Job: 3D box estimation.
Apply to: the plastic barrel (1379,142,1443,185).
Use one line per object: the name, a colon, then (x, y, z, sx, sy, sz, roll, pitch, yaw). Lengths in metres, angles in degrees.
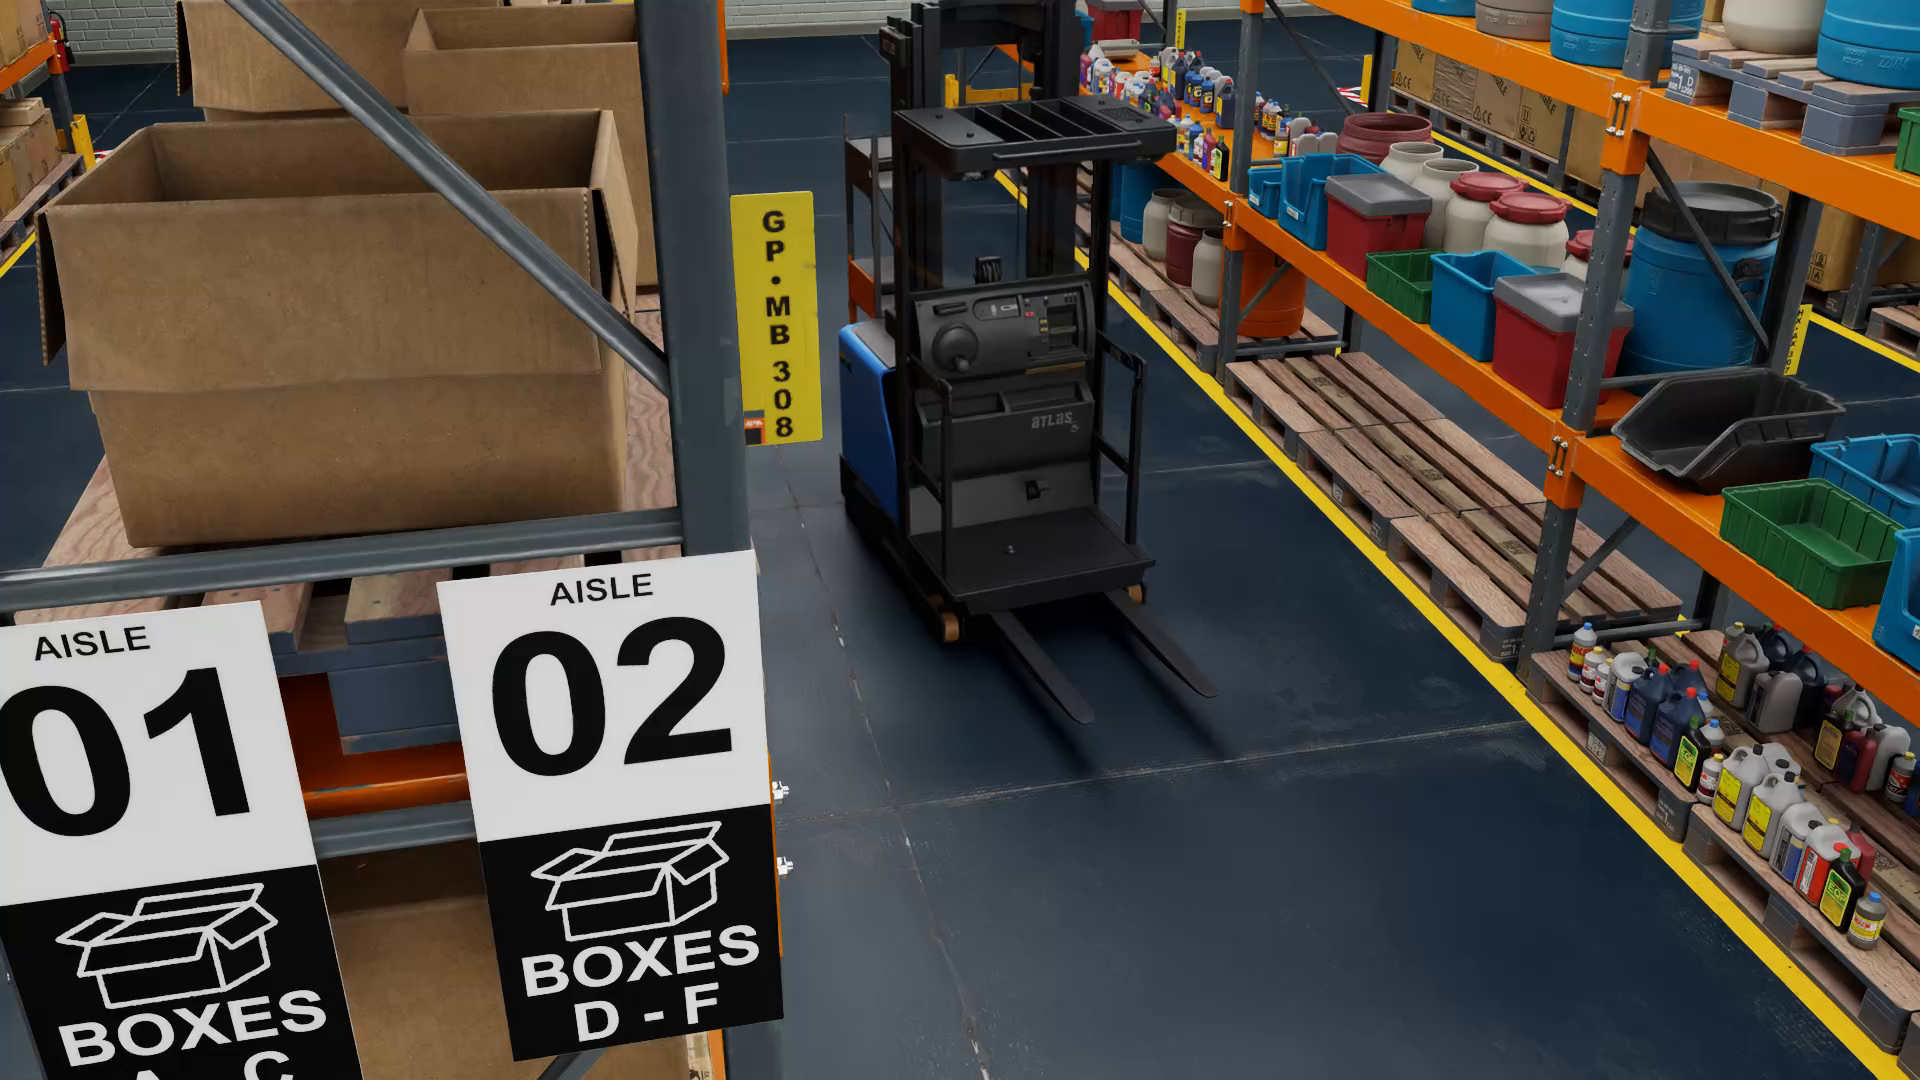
plastic barrel: (2.695, -2.086, 9.929, 0.421, 0.512, 0.421, 0, 27, 0)

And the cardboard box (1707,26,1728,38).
cardboard box: (6.387, -3.875, 13.488, 0.500, 0.500, 0.500, -5, 27, -11)

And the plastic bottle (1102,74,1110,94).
plastic bottle: (1.191, -3.634, 13.342, 0.097, 0.201, 0.097, 0, 27, 0)

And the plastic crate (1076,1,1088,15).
plastic crate: (1.189, -4.885, 15.664, 0.437, 0.282, 0.530, -6, 27, -12)

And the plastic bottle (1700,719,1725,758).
plastic bottle: (3.046, 0.852, 6.773, 0.097, 0.271, 0.097, 0, 27, 0)

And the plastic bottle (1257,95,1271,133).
plastic bottle: (2.256, -3.148, 12.288, 0.061, 0.283, 0.133, -6, 27, -12)

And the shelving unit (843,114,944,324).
shelving unit: (-0.375, -1.373, 9.640, 0.431, 2.100, 0.503, -10, 28, -18)

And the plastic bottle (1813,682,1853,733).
plastic bottle: (3.703, 0.711, 7.038, 0.061, 0.283, 0.133, -4, 27, -8)

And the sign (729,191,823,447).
sign: (-0.227, -0.271, 2.071, 0.100, 0.325, 0.005, -6, 27, -12)

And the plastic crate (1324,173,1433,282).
plastic crate: (2.321, -1.754, 9.325, 0.402, 0.464, 0.583, -6, 27, -12)

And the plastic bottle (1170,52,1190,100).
plastic bottle: (1.781, -3.734, 13.373, 0.144, 0.351, 0.185, -6, 27, -12)

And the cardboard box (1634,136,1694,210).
cardboard box: (6.545, -3.293, 14.336, 1.225, 0.875, 0.875, -7, 28, -13)

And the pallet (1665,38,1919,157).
pallet: (3.414, -1.658, 6.086, 1.213, 0.211, 1.003, -6, 27, -12)

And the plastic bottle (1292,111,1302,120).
plastic bottle: (2.382, -2.903, 11.802, 0.061, 0.283, 0.133, -6, 27, -12)

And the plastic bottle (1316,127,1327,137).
plastic bottle: (2.473, -2.685, 11.383, 0.097, 0.271, 0.097, 0, 27, 0)

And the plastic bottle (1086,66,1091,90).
plastic bottle: (1.094, -3.821, 13.713, 0.097, 0.201, 0.097, 0, 27, 0)

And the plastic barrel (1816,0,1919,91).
plastic barrel: (3.276, -2.012, 5.557, 0.600, 0.901, 0.708, -6, 27, -12)

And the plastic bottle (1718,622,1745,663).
plastic bottle: (3.542, 0.471, 7.606, 0.097, 0.201, 0.097, 0, 27, 0)

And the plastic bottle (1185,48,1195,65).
plastic bottle: (1.880, -3.830, 13.563, 0.144, 0.351, 0.185, -6, 27, -12)

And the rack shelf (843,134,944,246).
rack shelf: (-0.375, -1.986, 9.331, 0.431, 0.518, 0.480, -10, 28, -18)

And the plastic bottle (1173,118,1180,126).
plastic bottle: (1.556, -2.922, 11.930, 0.097, 0.201, 0.097, 0, 27, 0)

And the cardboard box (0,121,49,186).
cardboard box: (-8.832, -3.527, 15.216, 0.700, 0.500, 0.500, -6, 27, -12)

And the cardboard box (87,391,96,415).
cardboard box: (-1.285, -0.453, 3.035, 0.500, 0.250, 0.500, -6, 27, -12)

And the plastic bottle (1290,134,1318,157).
plastic bottle: (2.324, -2.618, 11.245, 0.152, 0.276, 0.135, -6, 27, -12)

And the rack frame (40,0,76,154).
rack frame: (-9.200, -4.972, 15.771, 1.000, 3.000, 0.127, -6, 27, -12)

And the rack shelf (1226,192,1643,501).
rack shelf: (2.706, -1.267, 9.229, 1.077, 0.370, 4.000, -6, 27, -12)

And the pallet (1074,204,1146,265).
pallet: (1.487, -2.634, 14.234, 1.003, 0.211, 1.213, -6, 27, -12)

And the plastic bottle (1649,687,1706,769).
plastic bottle: (2.977, 0.756, 6.875, 0.144, 0.351, 0.185, -7, 28, -14)

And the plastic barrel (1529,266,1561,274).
plastic barrel: (3.008, -1.245, 8.541, 0.301, 0.262, 0.301, 0, 27, 0)

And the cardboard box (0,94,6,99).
cardboard box: (-9.168, -4.070, 15.574, 0.380, 0.149, 0.250, -6, 27, -11)

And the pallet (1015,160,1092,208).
pallet: (1.150, -3.296, 15.545, 1.003, 0.211, 1.213, -6, 27, -12)

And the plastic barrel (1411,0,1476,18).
plastic barrel: (2.536, -3.048, 8.075, 0.600, 0.901, 0.708, -6, 27, -12)

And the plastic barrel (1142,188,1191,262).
plastic barrel: (1.659, -2.490, 13.150, 0.421, 0.512, 0.421, 0, 27, 0)

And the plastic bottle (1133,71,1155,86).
plastic bottle: (1.444, -3.533, 13.059, 0.152, 0.276, 0.135, -6, 27, -12)

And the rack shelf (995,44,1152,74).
rack shelf: (0.903, -4.779, 16.187, 1.077, 0.370, 4.000, -6, 27, -12)

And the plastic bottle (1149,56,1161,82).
plastic bottle: (1.640, -3.972, 14.011, 0.097, 0.201, 0.097, 0, 27, 0)

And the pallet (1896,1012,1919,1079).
pallet: (3.817, 1.905, 5.241, 1.003, 0.211, 1.213, -6, 27, -12)

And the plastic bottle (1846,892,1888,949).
plastic bottle: (3.217, 1.337, 5.889, 0.097, 0.201, 0.097, 0, 27, 0)

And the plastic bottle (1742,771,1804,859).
plastic bottle: (3.114, 1.024, 6.344, 0.144, 0.351, 0.185, -5, 27, -9)

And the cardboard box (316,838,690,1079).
cardboard box: (-0.874, 0.694, 2.995, 0.700, 0.500, 0.500, -6, 27, -11)

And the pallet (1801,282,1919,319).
pallet: (6.976, -2.078, 13.132, 1.003, 0.211, 1.213, -6, 27, -12)

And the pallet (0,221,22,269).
pallet: (-8.394, -2.313, 13.598, 1.003, 0.211, 1.213, -6, 27, -12)

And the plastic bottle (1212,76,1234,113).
plastic bottle: (2.036, -3.484, 12.960, 0.152, 0.276, 0.135, -6, 27, -12)

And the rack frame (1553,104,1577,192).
rack frame: (6.179, -4.725, 15.282, 1.000, 3.000, 0.127, -6, 27, -12)

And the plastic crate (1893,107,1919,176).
plastic crate: (3.247, -1.234, 5.272, 0.336, 0.188, 0.450, -6, 27, -12)

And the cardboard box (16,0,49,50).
cardboard box: (-9.075, -4.883, 15.262, 0.980, 0.700, 0.700, -5, 27, -9)

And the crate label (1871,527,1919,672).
crate label: (3.380, 0.250, 5.387, 0.502, 0.435, 0.616, -6, 27, -12)

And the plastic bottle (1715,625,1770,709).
plastic bottle: (3.442, 0.544, 7.294, 0.144, 0.351, 0.185, -6, 27, -12)

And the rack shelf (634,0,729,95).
rack shelf: (-1.220, -1.509, 3.495, 1.077, 0.370, 4.000, -6, 27, -12)

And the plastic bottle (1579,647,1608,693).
plastic bottle: (2.824, 0.572, 7.405, 0.097, 0.201, 0.097, 0, 27, 0)

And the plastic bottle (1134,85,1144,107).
plastic bottle: (1.369, -3.318, 12.637, 0.097, 0.271, 0.097, 0, 27, 0)

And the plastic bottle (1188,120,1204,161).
plastic bottle: (1.644, -2.782, 11.575, 0.097, 0.271, 0.097, 0, 27, 0)

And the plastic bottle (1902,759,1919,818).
plastic bottle: (3.807, 0.957, 6.565, 0.097, 0.271, 0.097, 0, 27, 0)

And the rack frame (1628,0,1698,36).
rack frame: (3.156, -3.388, 5.976, 1.000, 3.000, 0.127, -6, 27, -12)

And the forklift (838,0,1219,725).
forklift: (0.305, -1.006, 7.990, 1.130, 2.935, 3.031, -10, 28, -18)

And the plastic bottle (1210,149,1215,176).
plastic bottle: (1.740, -2.564, 11.221, 0.097, 0.201, 0.097, 0, 27, 0)

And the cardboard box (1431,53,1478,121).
cardboard box: (5.705, -5.047, 17.813, 0.875, 0.875, 0.875, -6, 27, -12)

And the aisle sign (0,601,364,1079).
aisle sign: (-1.040, 0.446, 2.153, 0.394, 0.787, 0.004, -6, 27, -12)
